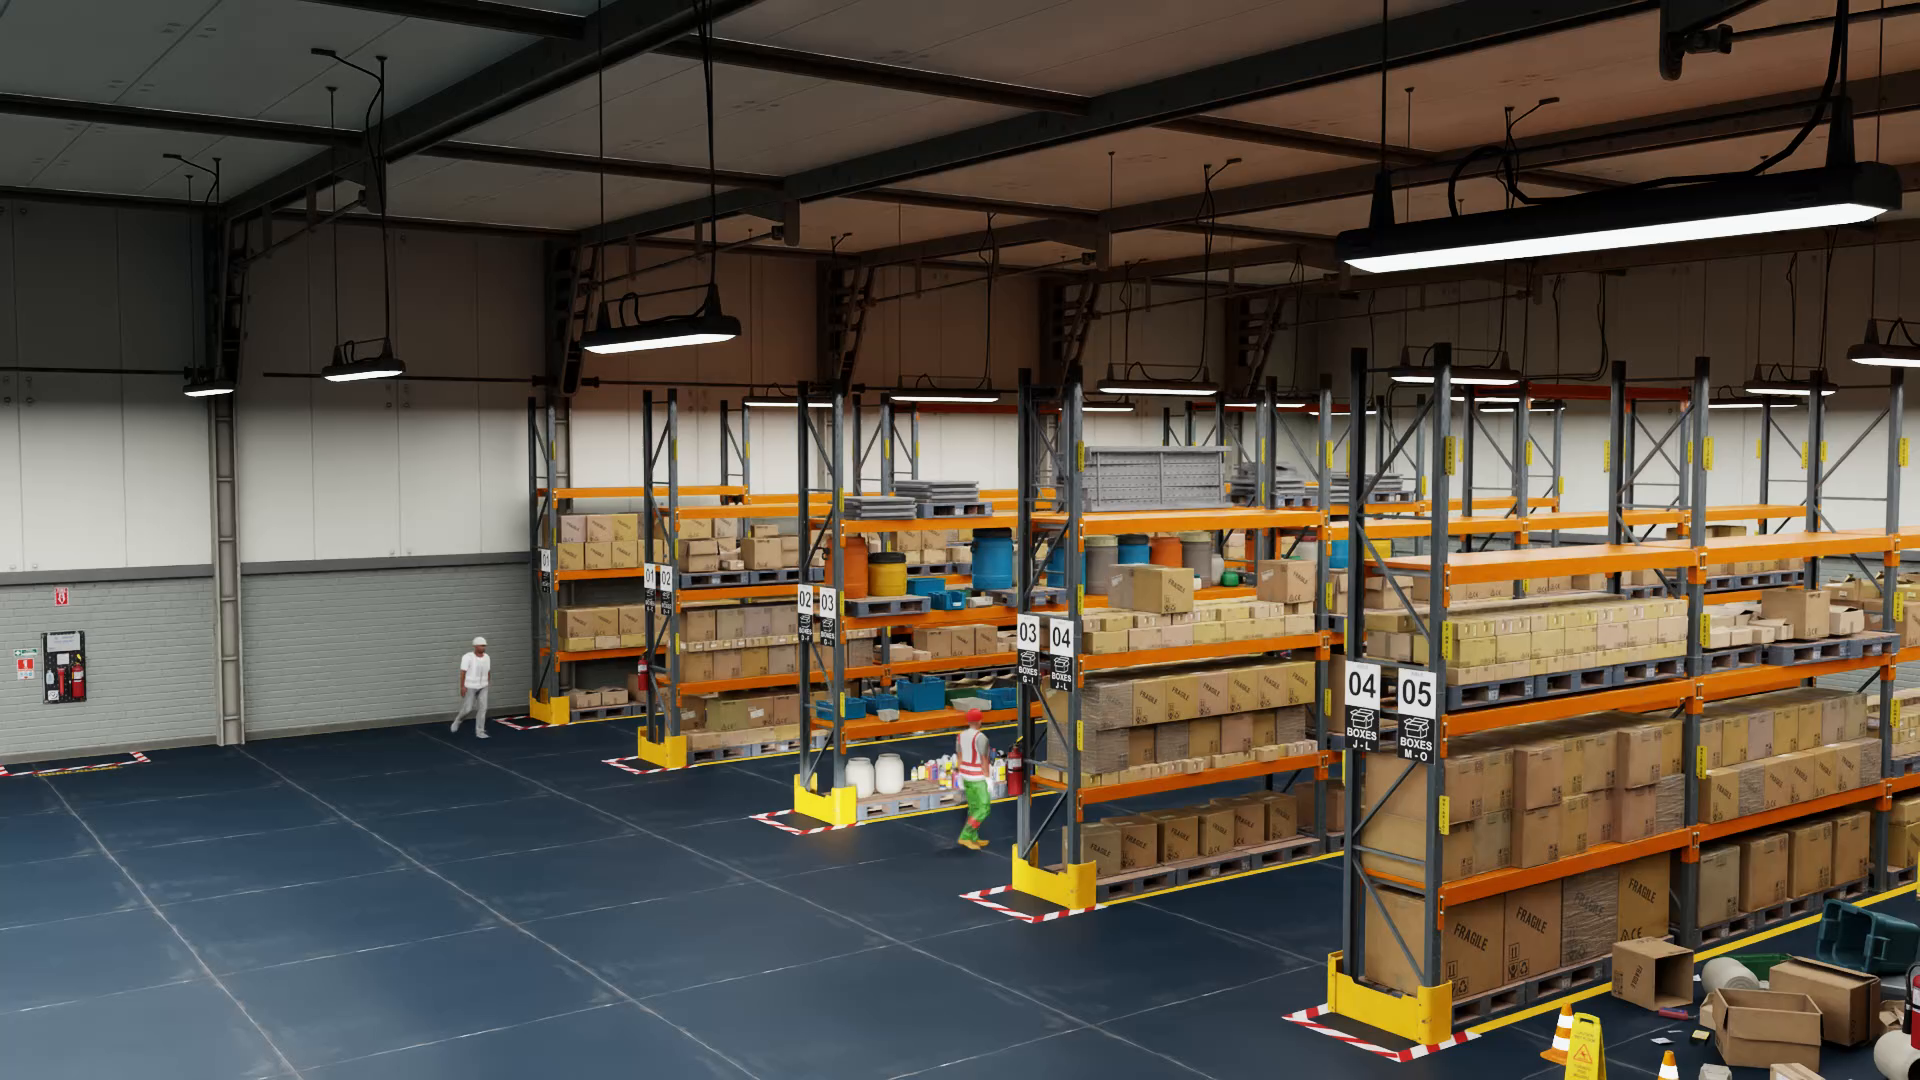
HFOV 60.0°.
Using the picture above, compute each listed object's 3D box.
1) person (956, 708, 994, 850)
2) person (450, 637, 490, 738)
[{"bbox_3d":[0.157,3.029,21.108,0.543,1.790,0.551,-2,4,-32],"label":"person"},{"bbox_3d":[-8.498,2.568,29.068,0.778,1.757,0.629,3,4,38],"label":"person"}]
